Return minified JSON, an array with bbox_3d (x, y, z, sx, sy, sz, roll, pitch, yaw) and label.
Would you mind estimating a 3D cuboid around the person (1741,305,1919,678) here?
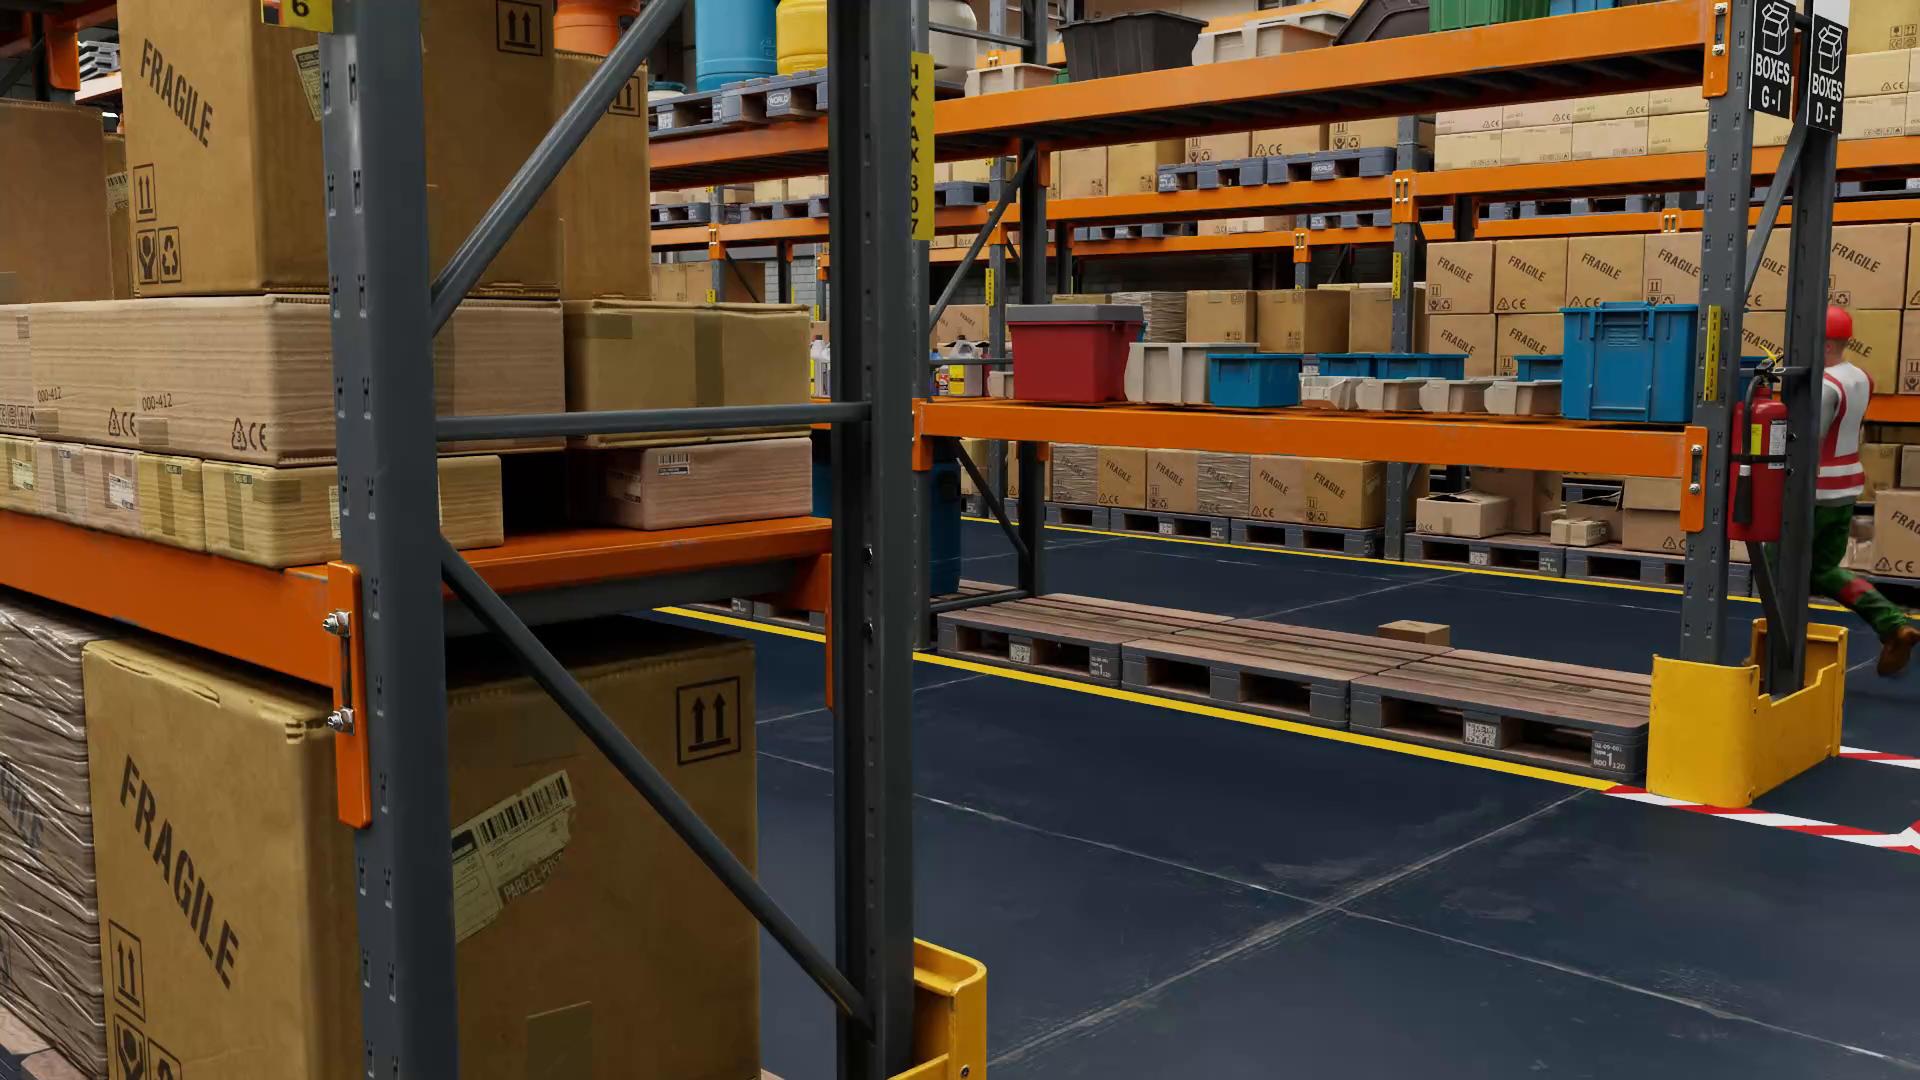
[{"bbox_3d":[3.979,-0.191,7.639,0.600,1.758,0.761,-5,8,-34],"label":"person"}]
